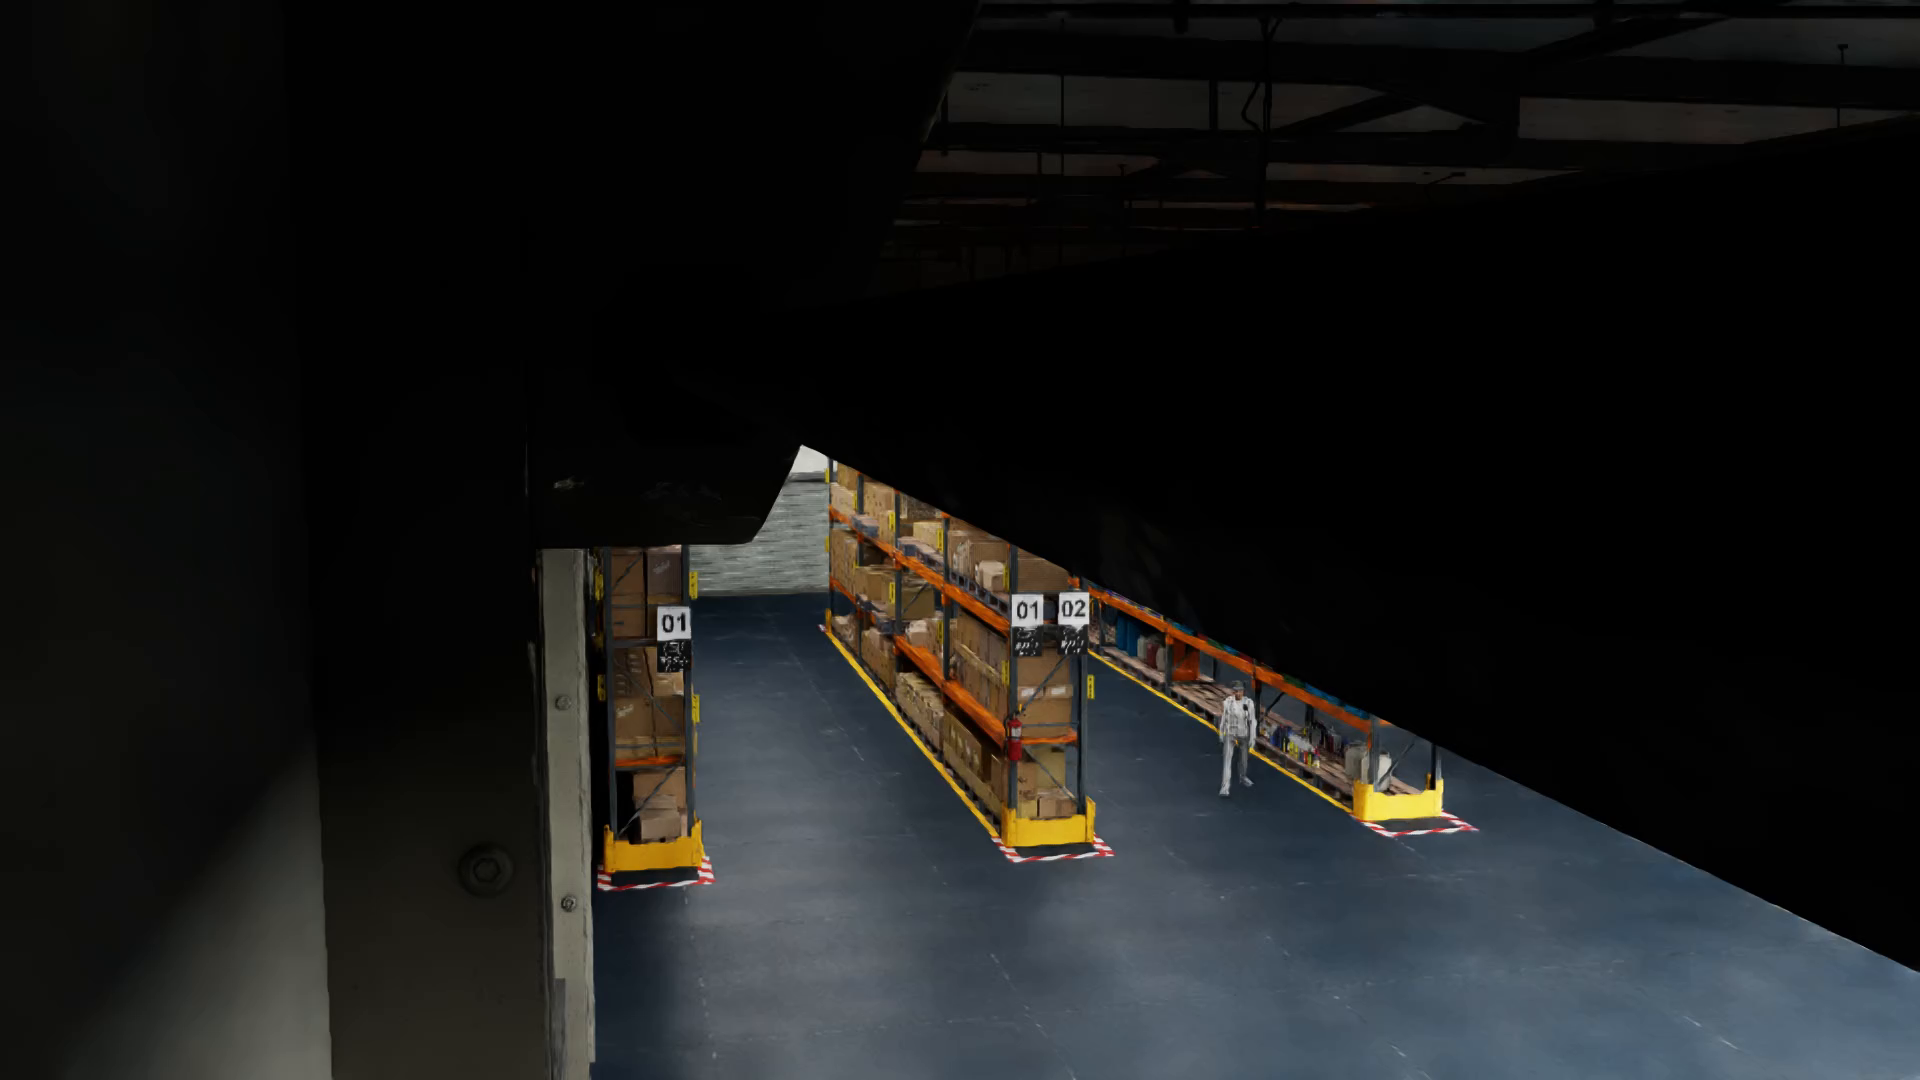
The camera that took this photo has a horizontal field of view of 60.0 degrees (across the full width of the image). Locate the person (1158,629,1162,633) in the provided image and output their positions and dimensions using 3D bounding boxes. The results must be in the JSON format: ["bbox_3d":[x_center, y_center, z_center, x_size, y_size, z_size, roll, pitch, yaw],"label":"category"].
[{"bbox_3d":[3.953,1.332,35.071,0.658,1.676,0.748,-5,9,-38],"label":"person"}]

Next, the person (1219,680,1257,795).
[{"bbox_3d":[3.915,2.747,23.421,0.521,1.624,0.928,1,7,11],"label":"person"}]
